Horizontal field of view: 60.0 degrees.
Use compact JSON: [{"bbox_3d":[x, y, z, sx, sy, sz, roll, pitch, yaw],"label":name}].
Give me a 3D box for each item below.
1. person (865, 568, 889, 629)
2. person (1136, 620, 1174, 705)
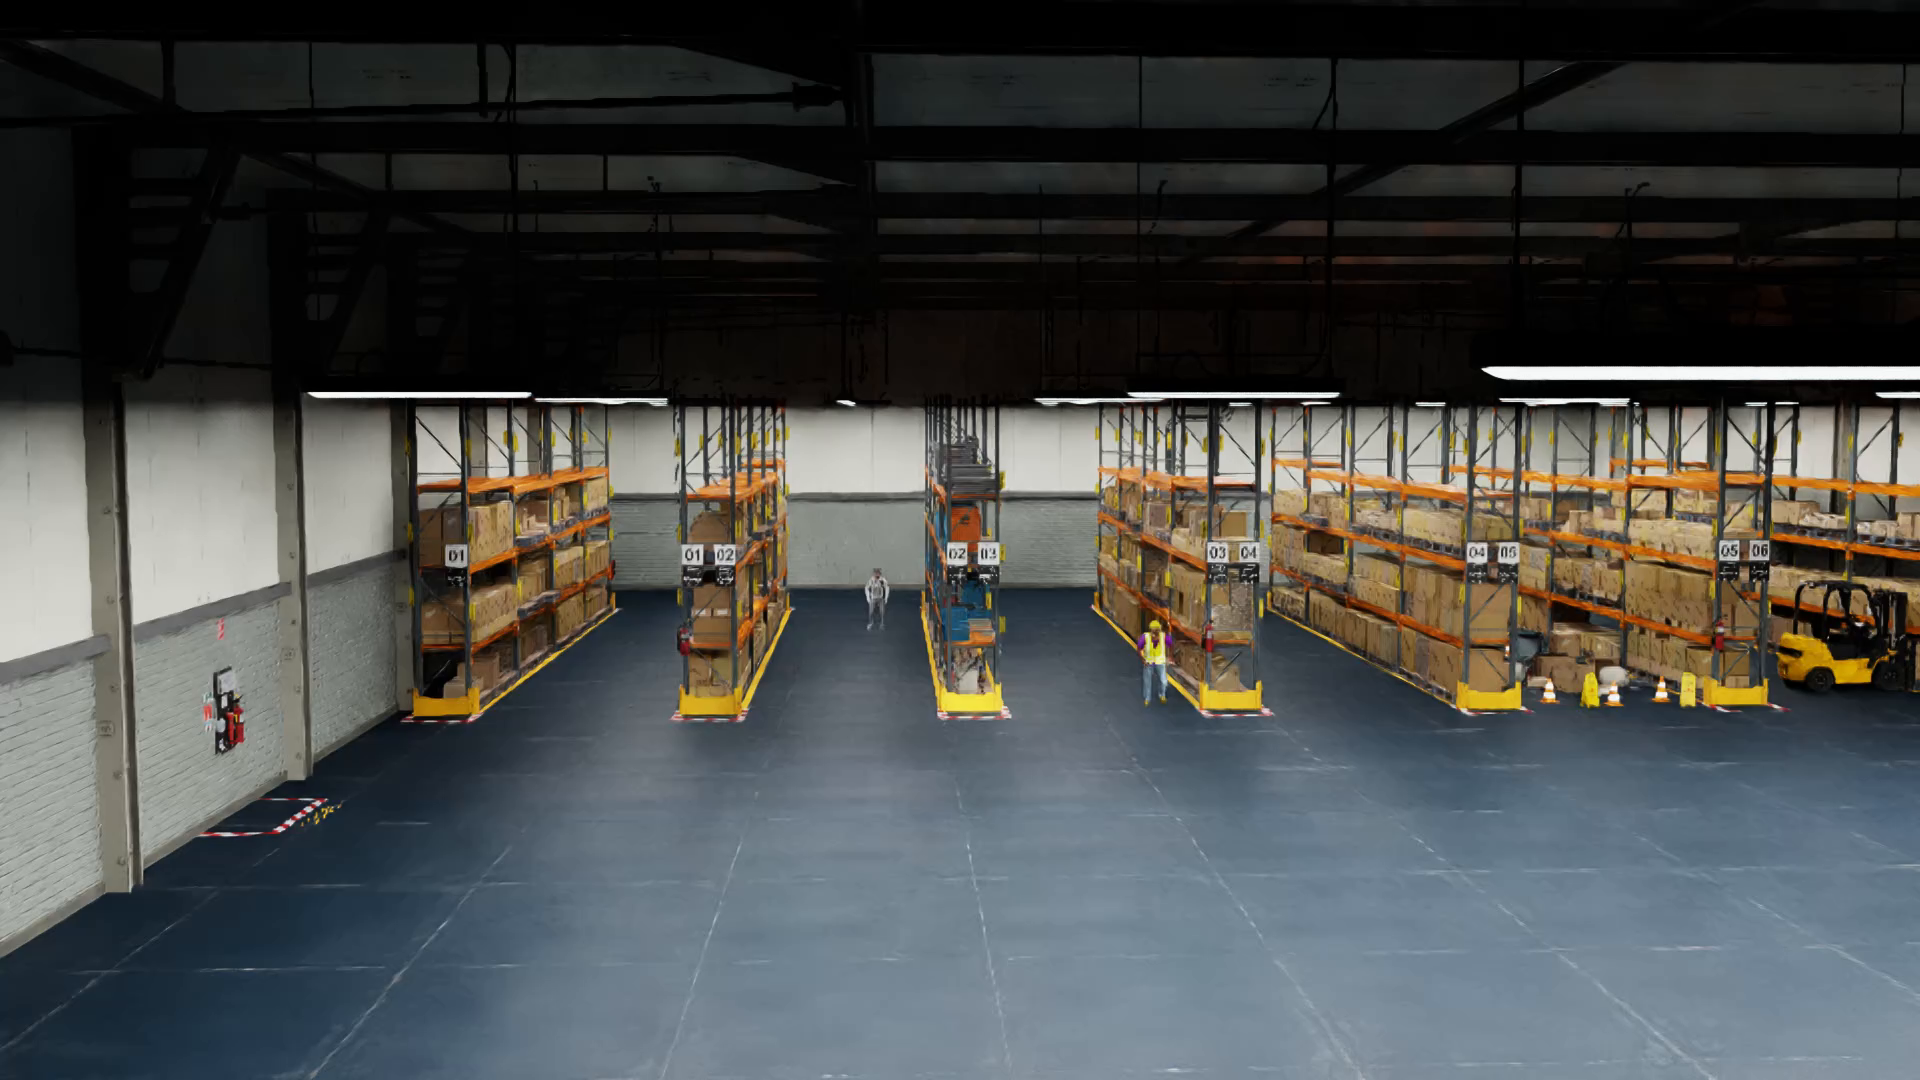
[{"bbox_3d":[-2.155,1.508,43.157,0.639,1.632,0.506,0,5,-4],"label":"person"},{"bbox_3d":[3.753,2.360,32.022,0.723,1.692,0.659,0,5,5],"label":"person"}]
